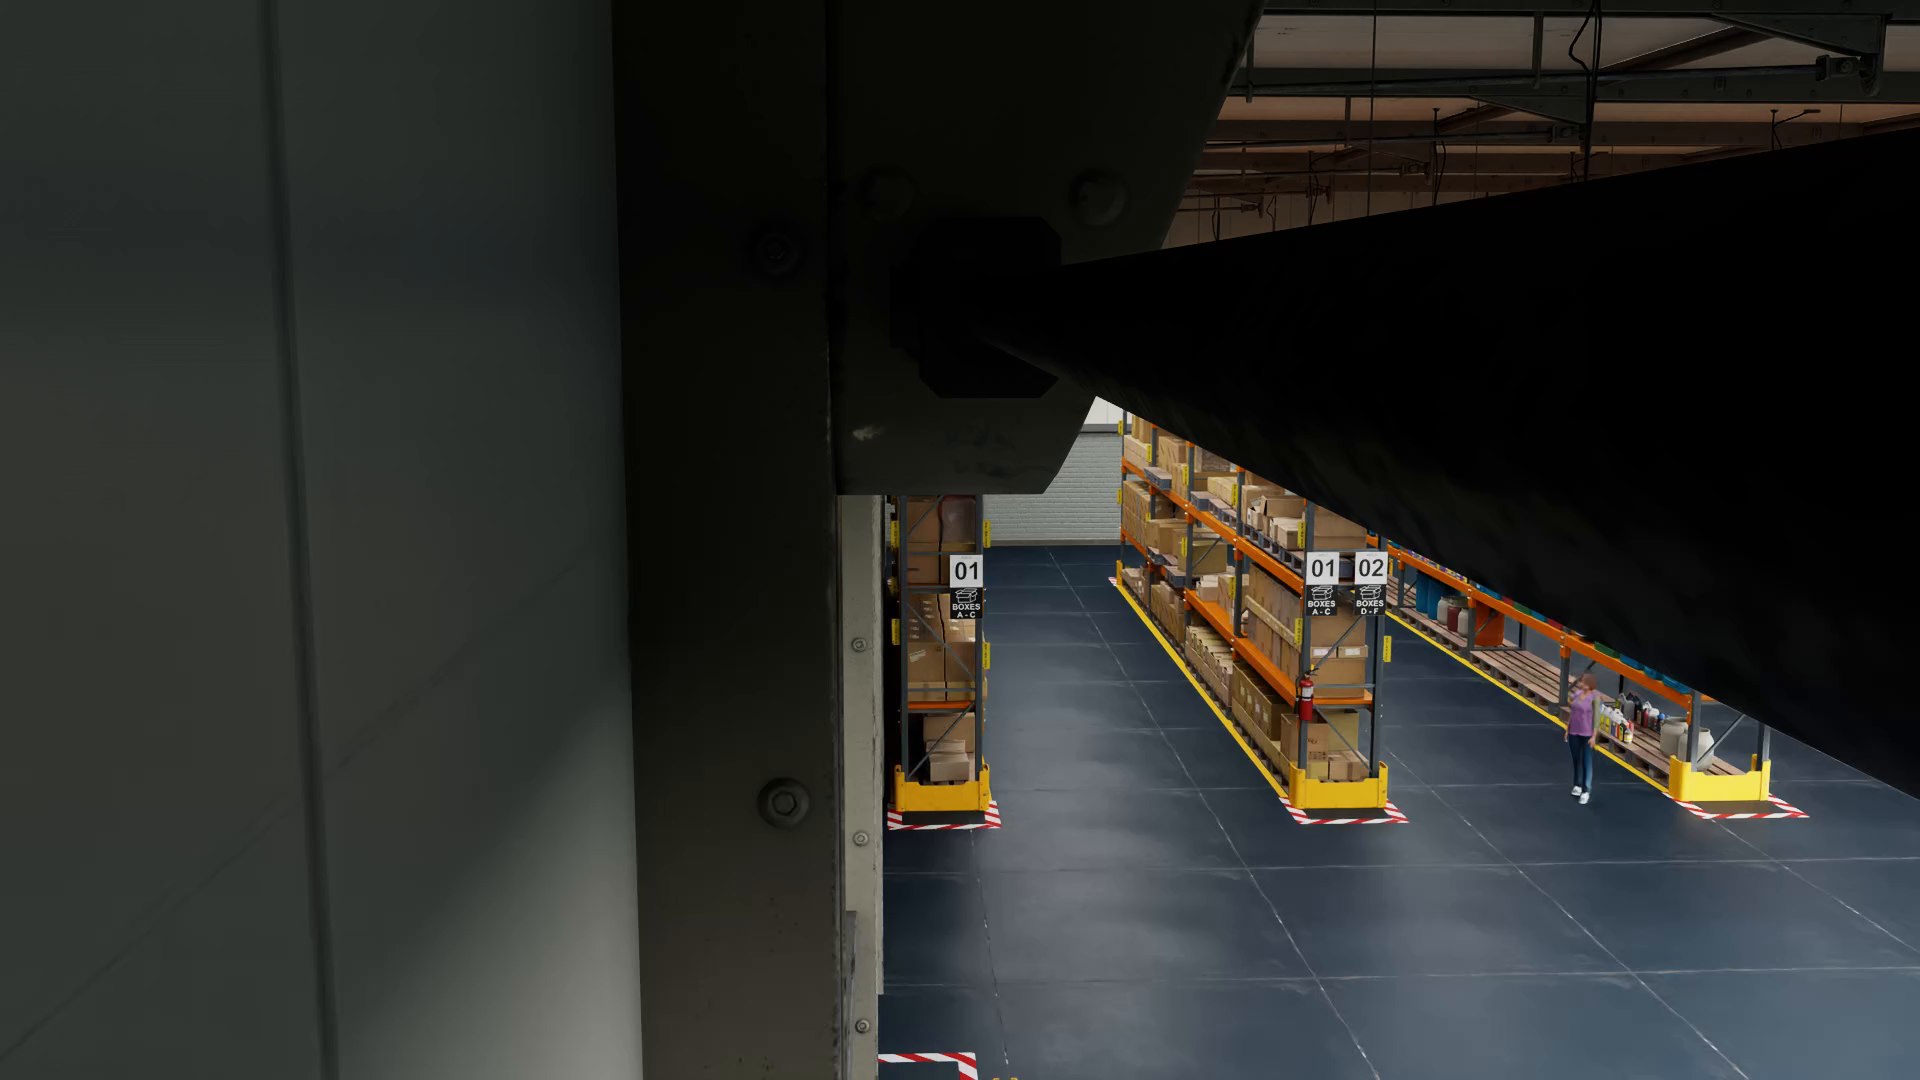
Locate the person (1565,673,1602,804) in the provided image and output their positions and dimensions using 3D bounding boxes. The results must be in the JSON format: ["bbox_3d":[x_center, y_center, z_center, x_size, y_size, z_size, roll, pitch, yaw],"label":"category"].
[{"bbox_3d":[7.852,2.478,20.963,0.425,1.611,0.493,8,11,42],"label":"person"}]
